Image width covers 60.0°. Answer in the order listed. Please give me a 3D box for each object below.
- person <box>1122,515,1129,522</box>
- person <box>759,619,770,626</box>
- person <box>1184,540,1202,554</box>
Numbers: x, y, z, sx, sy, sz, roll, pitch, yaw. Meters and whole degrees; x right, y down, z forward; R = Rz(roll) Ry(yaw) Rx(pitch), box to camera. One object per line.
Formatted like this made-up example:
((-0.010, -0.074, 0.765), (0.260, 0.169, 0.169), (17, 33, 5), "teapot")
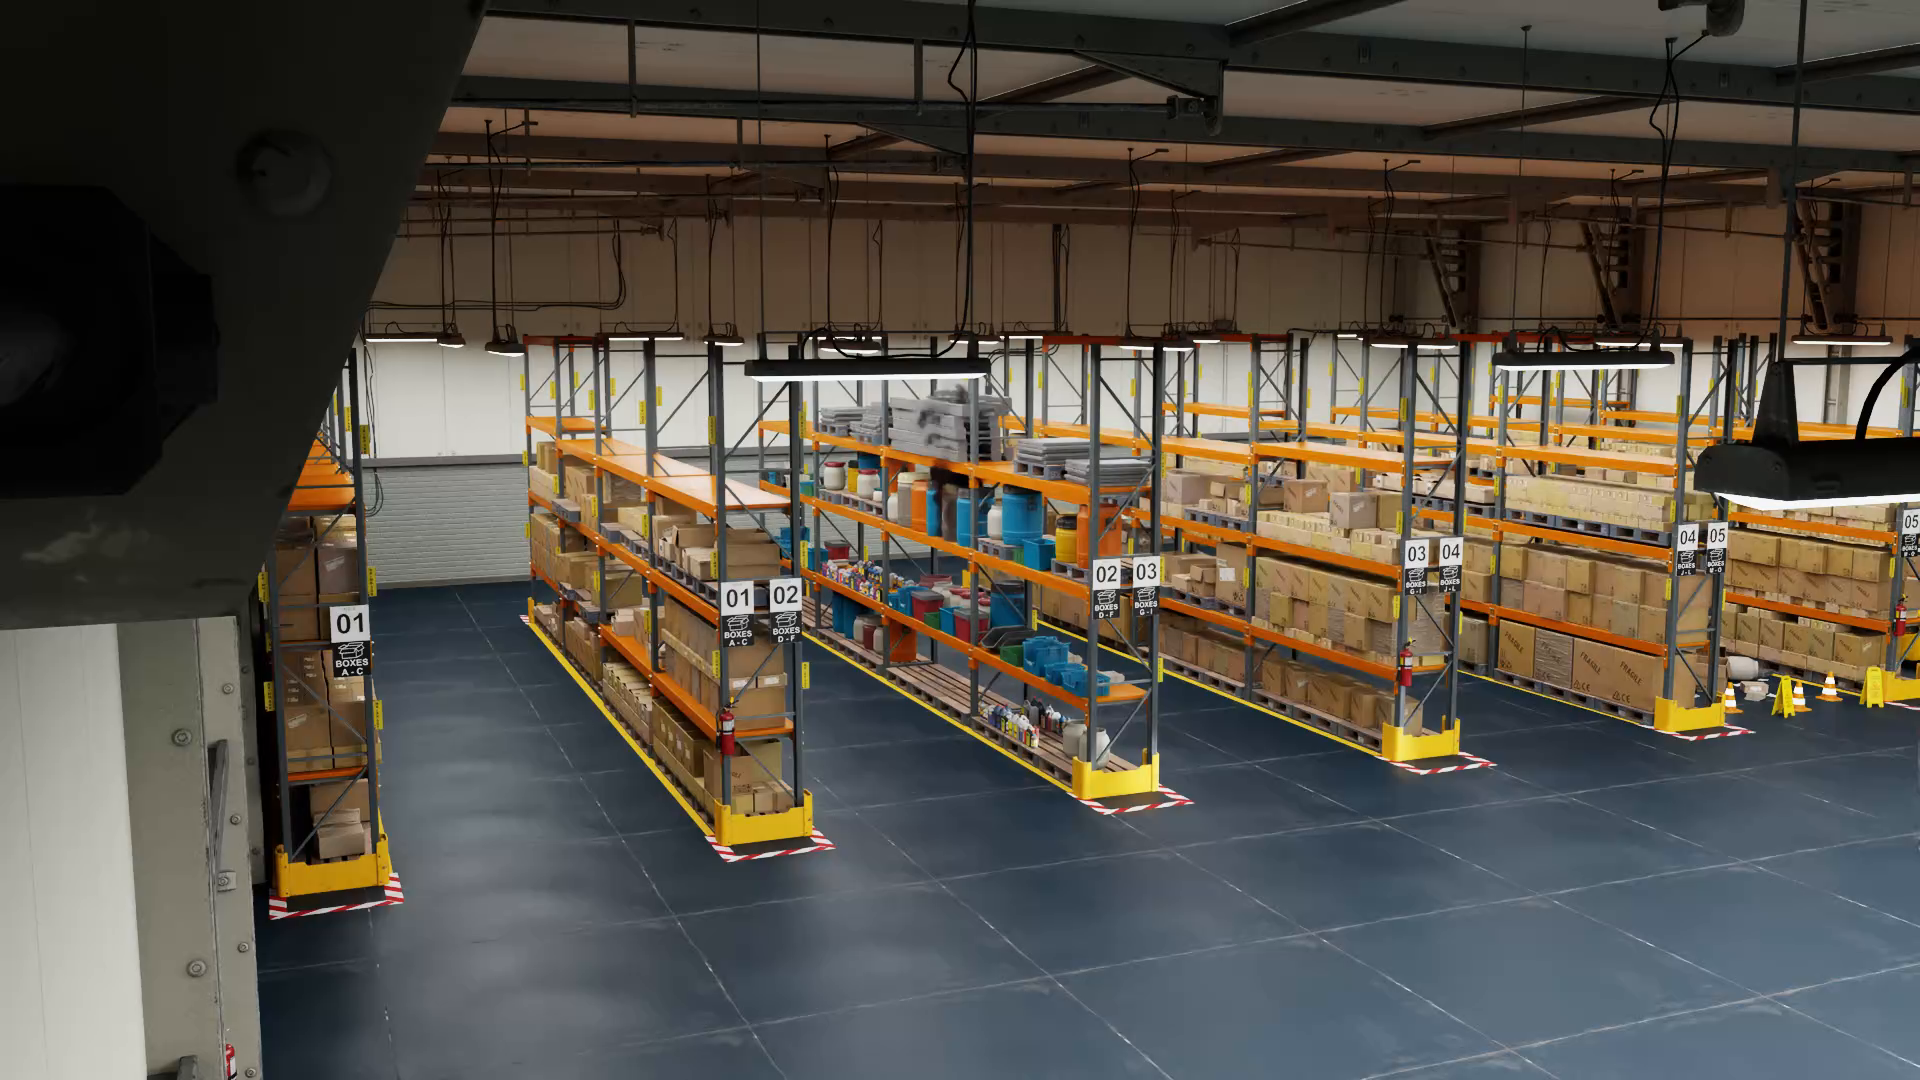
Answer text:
((3.806, 0.256, 39.327), (0.765, 1.744, 0.641), (0, 8, 0), "person")
((-3.581, 1.515, 29.698), (0.637, 1.775, 0.685), (-6, 10, -37), "person")
((5.833, -0.051, 41.937), (0.832, 1.629, 0.653), (4, 9, 30), "person")
